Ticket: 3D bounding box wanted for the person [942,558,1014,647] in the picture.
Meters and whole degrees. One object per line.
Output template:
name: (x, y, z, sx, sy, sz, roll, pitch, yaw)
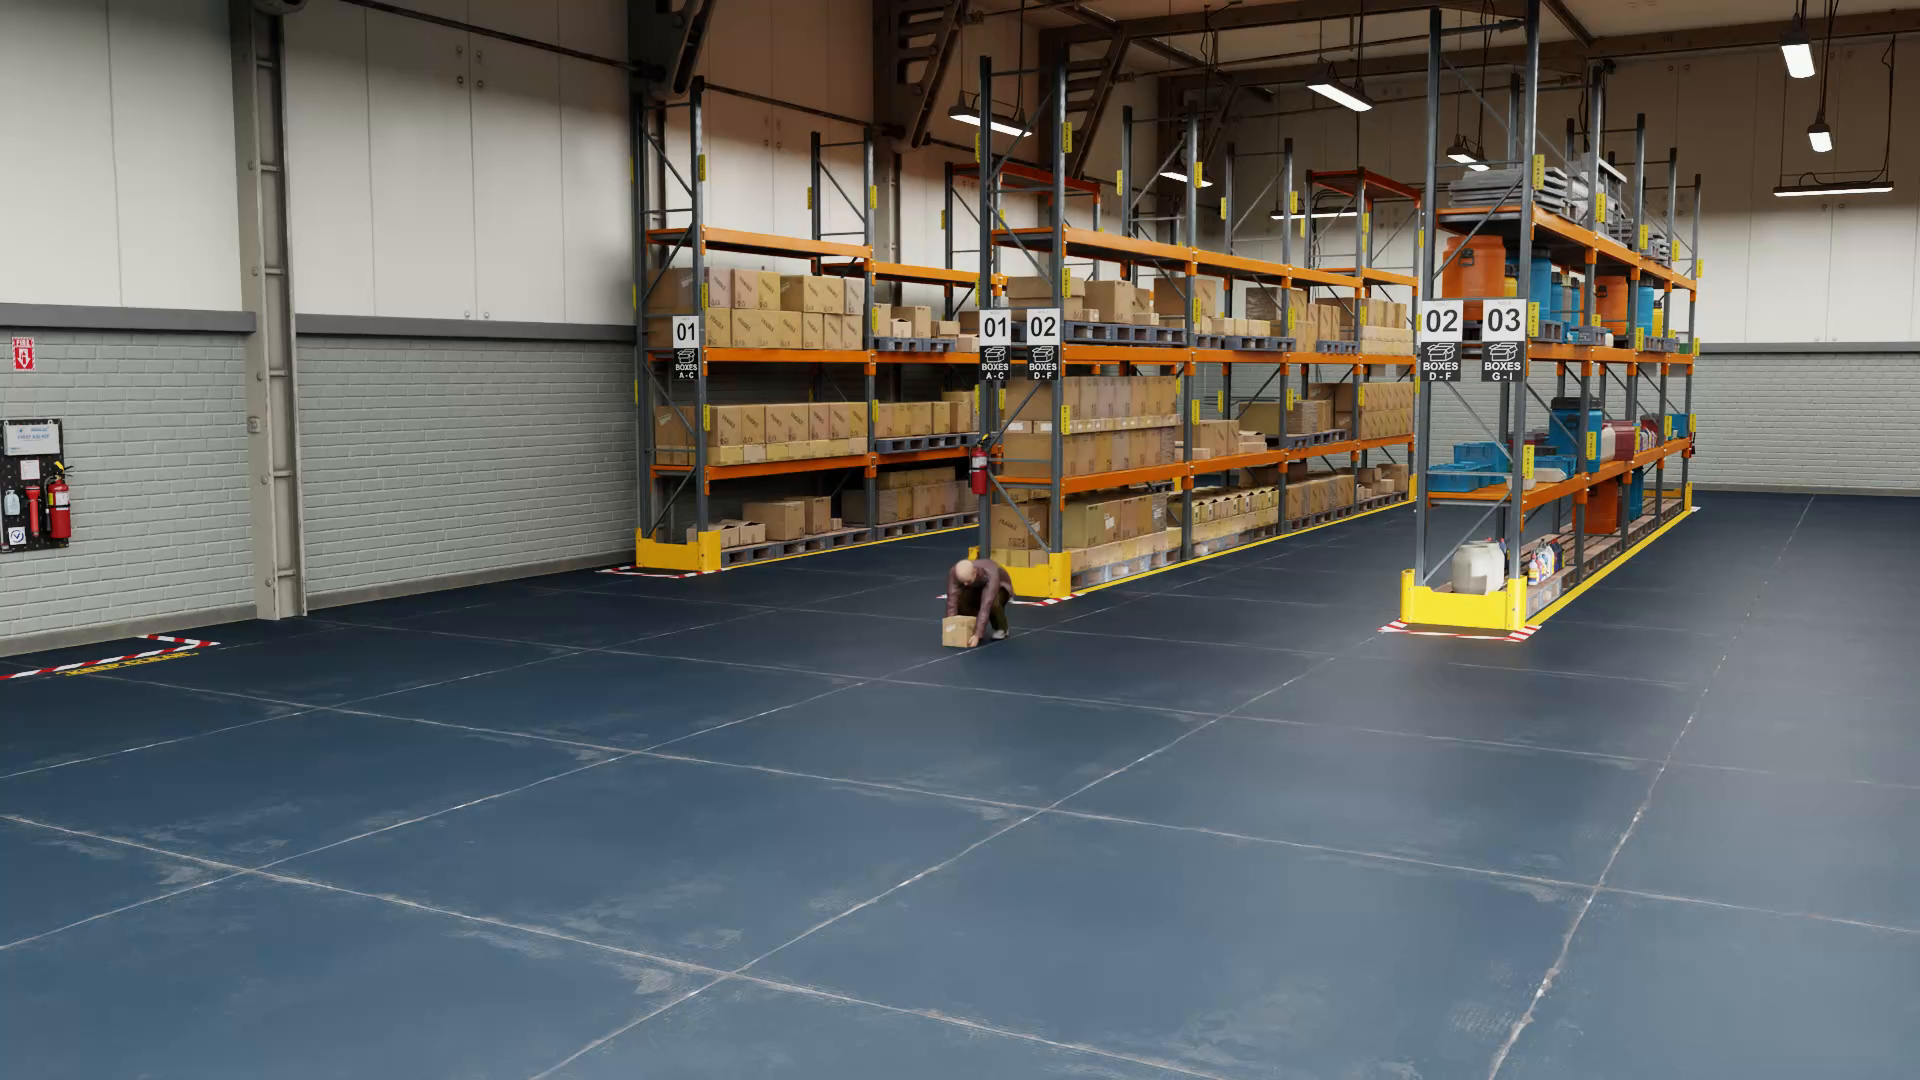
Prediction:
person: (0.174, 0.566, 15.595, 0.575, 0.821, 0.925, 3, 7, 27)
